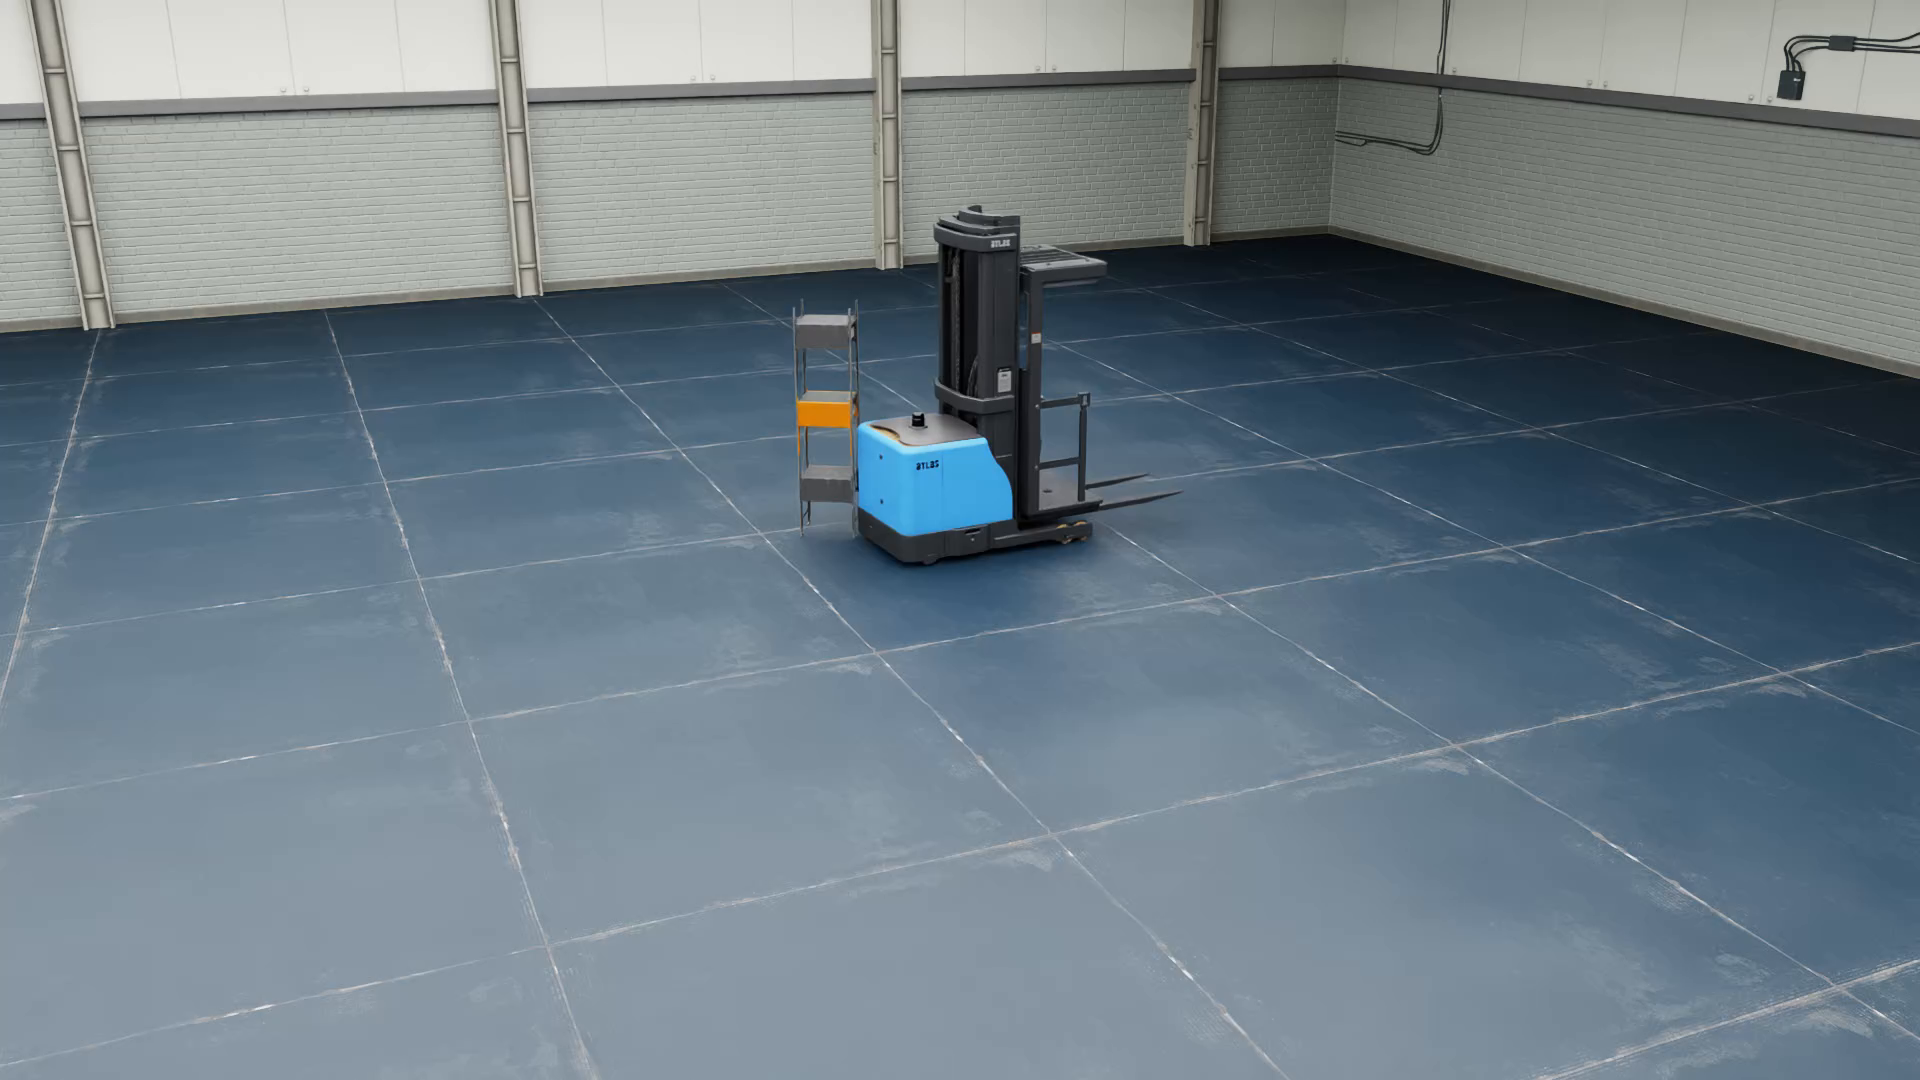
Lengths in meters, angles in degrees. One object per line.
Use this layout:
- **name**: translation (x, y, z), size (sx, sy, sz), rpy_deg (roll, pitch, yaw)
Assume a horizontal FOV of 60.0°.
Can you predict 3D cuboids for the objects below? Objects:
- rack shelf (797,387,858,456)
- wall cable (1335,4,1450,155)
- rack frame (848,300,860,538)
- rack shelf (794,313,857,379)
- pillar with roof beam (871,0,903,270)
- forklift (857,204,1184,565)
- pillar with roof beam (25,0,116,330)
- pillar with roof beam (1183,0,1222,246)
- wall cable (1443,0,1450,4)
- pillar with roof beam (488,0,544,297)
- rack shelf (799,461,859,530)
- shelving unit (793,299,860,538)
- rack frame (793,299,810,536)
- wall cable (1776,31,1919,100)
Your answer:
- **rack shelf**: translation (-1.180, -1.067, 14.932), size (0.480, 0.518, 0.431), rpy_deg (2, 20, 6)
- **wall cable**: translation (7.542, -8.159, 29.321), size (0.112, 2.526, 3.097), rpy_deg (-8, 21, -22)
- **rack frame**: translation (-0.938, -1.071, 14.903), size (0.015, 2.100, 0.400), rpy_deg (2, 20, 6)
- **rack shelf**: translation (-1.180, -1.727, 14.700), size (0.480, 0.518, 0.431), rpy_deg (2, 20, 6)
- **pillar with roof beam**: translation (0.509, -7.537, 22.880), size (0.400, 9.000, 9.100), rpy_deg (-8, 21, -22)
- **forklift**: translation (0.622, -1.498, 14.862), size (3.031, 2.935, 1.130), rpy_deg (-10, 22, -26)
- **pillar with roof beam**: translation (-10.509, -5.959, 18.396), size (0.400, 9.000, 9.100), rpy_deg (-8, 21, -22)
- **pillar with roof beam**: translation (6.019, -8.327, 25.121), size (0.400, 9.000, 9.100), rpy_deg (-8, 21, -22)
- **wall cable**: translation (8.614, -9.716, 26.139), size (0.112, 2.526, 3.097), rpy_deg (-8, 21, -22)
- **pillar with roof beam**: translation (-5.000, -6.748, 20.638), size (0.400, 9.000, 9.100), rpy_deg (-8, 21, -22)
- **rack shelf**: translation (-1.180, -0.407, 15.165), size (0.480, 0.518, 0.431), rpy_deg (2, 20, 6)
- **shelving unit**: translation (-1.180, -1.080, 14.928), size (0.503, 2.100, 0.431), rpy_deg (2, 20, 6)
- **rack frame**: translation (-1.423, -1.089, 14.952), size (0.015, 2.100, 0.400), rpy_deg (2, 20, 6)
- **wall cable**: translation (11.288, -8.331, 20.012), size (0.169, 6.003, 2.305), rpy_deg (-8, 21, -22)
